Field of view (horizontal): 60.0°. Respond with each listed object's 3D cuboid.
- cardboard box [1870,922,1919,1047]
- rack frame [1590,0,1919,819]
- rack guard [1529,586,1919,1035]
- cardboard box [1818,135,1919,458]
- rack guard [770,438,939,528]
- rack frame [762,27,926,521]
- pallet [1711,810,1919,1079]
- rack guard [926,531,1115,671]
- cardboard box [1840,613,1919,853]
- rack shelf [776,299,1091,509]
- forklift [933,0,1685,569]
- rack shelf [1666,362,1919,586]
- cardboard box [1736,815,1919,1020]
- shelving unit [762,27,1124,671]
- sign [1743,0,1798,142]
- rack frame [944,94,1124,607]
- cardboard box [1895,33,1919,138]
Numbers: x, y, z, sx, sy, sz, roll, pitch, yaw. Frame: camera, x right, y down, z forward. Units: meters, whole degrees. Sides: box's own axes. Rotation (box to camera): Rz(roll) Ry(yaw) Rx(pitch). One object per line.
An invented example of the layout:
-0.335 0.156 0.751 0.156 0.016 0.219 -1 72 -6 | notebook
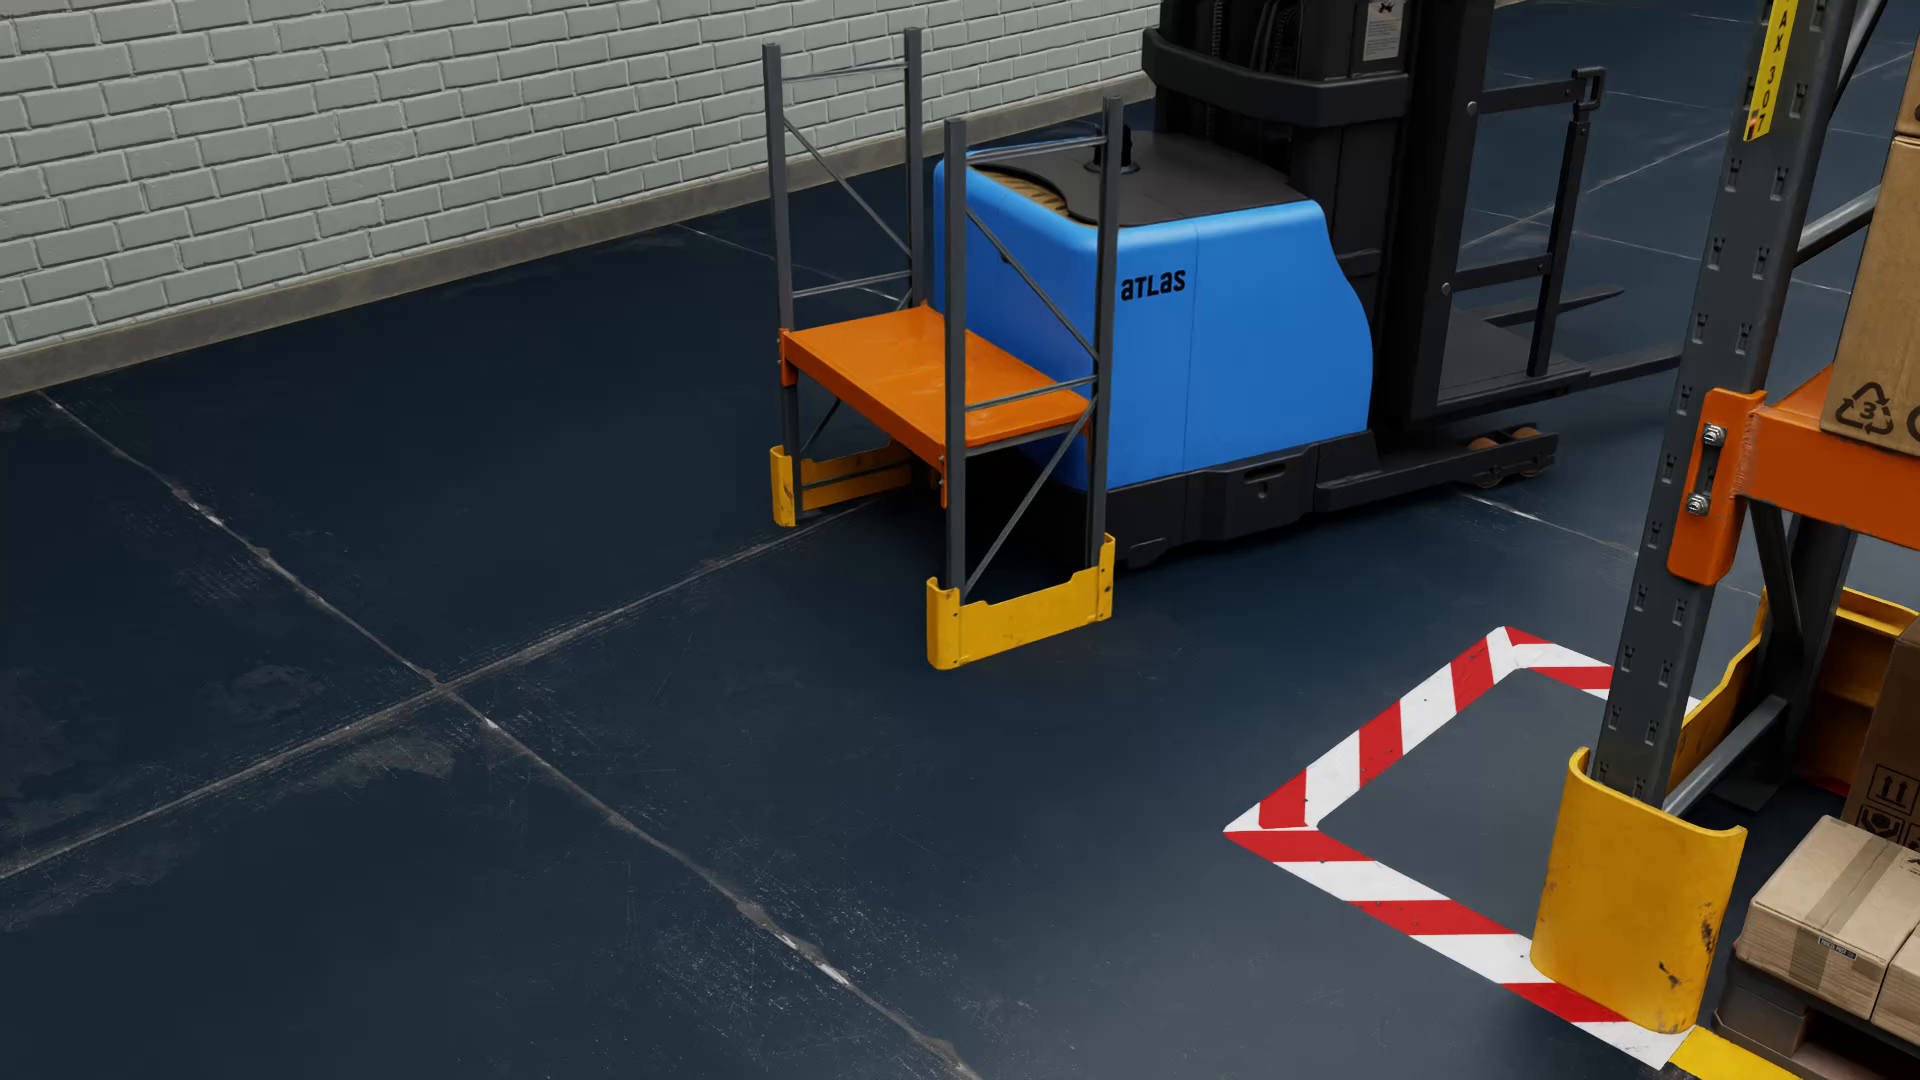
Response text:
1.903 0.799 3.078 0.250 0.166 0.380 25 36 38 | cardboard box
1.667 -0.592 3.153 0.127 3.000 1.000 25 36 38 | rack frame
1.721 0.539 3.688 0.348 0.500 1.175 25 36 38 | rack guard
1.798 -0.404 2.688 0.500 0.500 0.500 -24 36 -38 | cardboard box
-0.335 -0.233 5.424 0.587 0.250 0.087 -15 31 -27 | rack guard
-0.336 -0.786 5.134 0.500 1.500 0.032 -15 31 -27 | rack frame
2.290 0.927 3.261 1.213 0.211 1.003 25 36 38 | pallet
0.175 0.166 4.666 0.587 0.250 0.087 -15 31 -27 | rack guard
2.227 0.415 3.451 0.500 0.500 0.500 25 36 38 | cardboard box
-0.076 -0.424 4.831 0.538 0.185 1.000 -15 31 -27 | rack shelf
1.453 -1.675 5.287 3.031 2.935 1.130 -13 31 -24 | forklift
3.093 0.379 2.080 4.000 0.370 1.077 25 36 38 | rack shelf
1.724 0.726 3.238 0.250 0.149 0.380 25 36 38 | cardboard box
-0.080 -0.587 4.754 0.587 1.500 1.083 -15 31 -27 | shelving unit
1.286 -0.795 2.609 0.005 0.325 0.100 25 36 38 | sign
0.185 -0.380 4.361 0.500 1.500 0.032 -15 31 -27 | rack frame
1.798 -0.847 2.456 0.500 0.500 0.500 -24 36 -38 | cardboard box
